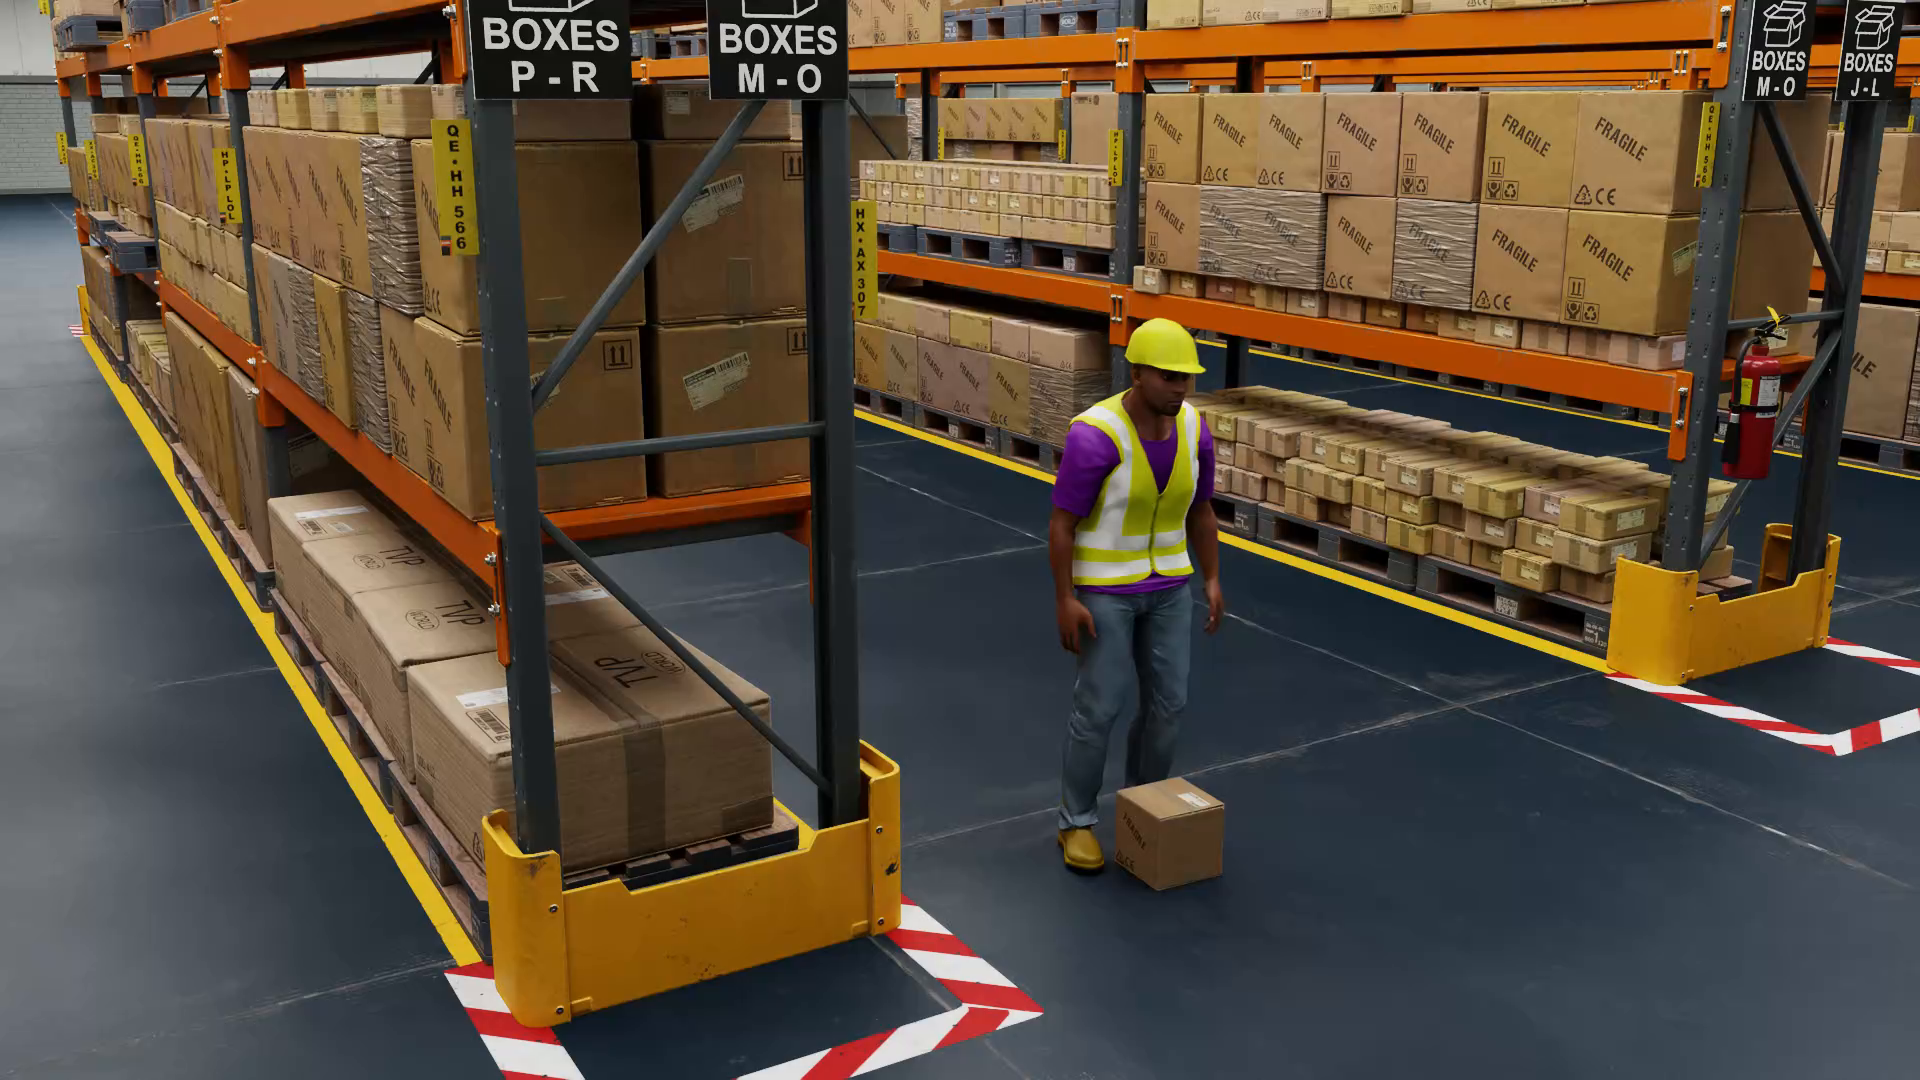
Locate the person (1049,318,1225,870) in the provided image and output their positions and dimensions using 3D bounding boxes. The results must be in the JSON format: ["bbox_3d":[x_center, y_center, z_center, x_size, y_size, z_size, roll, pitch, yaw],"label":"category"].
[{"bbox_3d":[0.574,0.163,5.358,0.637,1.760,0.455,-8,17,-27],"label":"person"}]
